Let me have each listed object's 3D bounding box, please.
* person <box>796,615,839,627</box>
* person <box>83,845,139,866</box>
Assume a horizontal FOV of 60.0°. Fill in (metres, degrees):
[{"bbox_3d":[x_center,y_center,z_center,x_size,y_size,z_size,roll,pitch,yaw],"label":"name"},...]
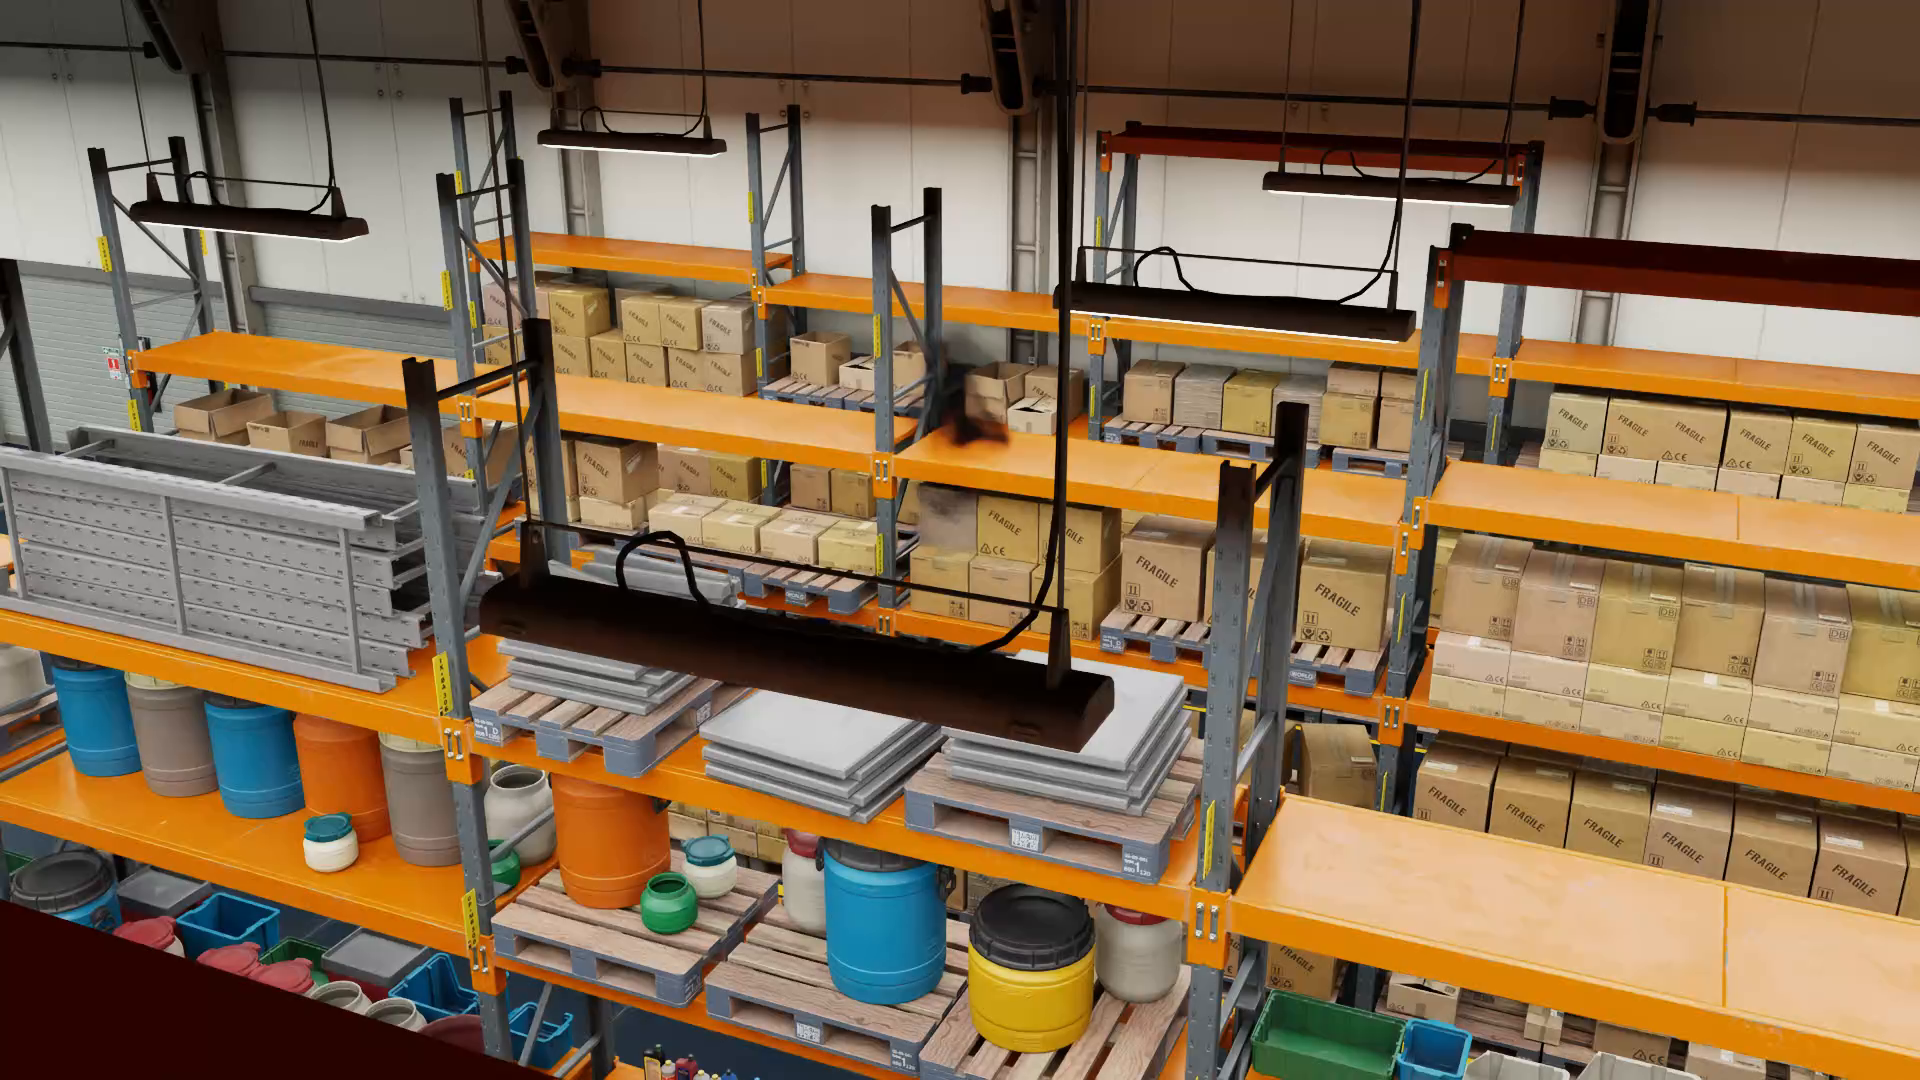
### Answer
[{"bbox_3d":[-1.340,1.104,16.685,0.687,1.766,0.584,9,22,22],"label":"person"},{"bbox_3d":[-7.016,2.481,13.732,0.570,1.638,0.661,10,23,24],"label":"person"}]
